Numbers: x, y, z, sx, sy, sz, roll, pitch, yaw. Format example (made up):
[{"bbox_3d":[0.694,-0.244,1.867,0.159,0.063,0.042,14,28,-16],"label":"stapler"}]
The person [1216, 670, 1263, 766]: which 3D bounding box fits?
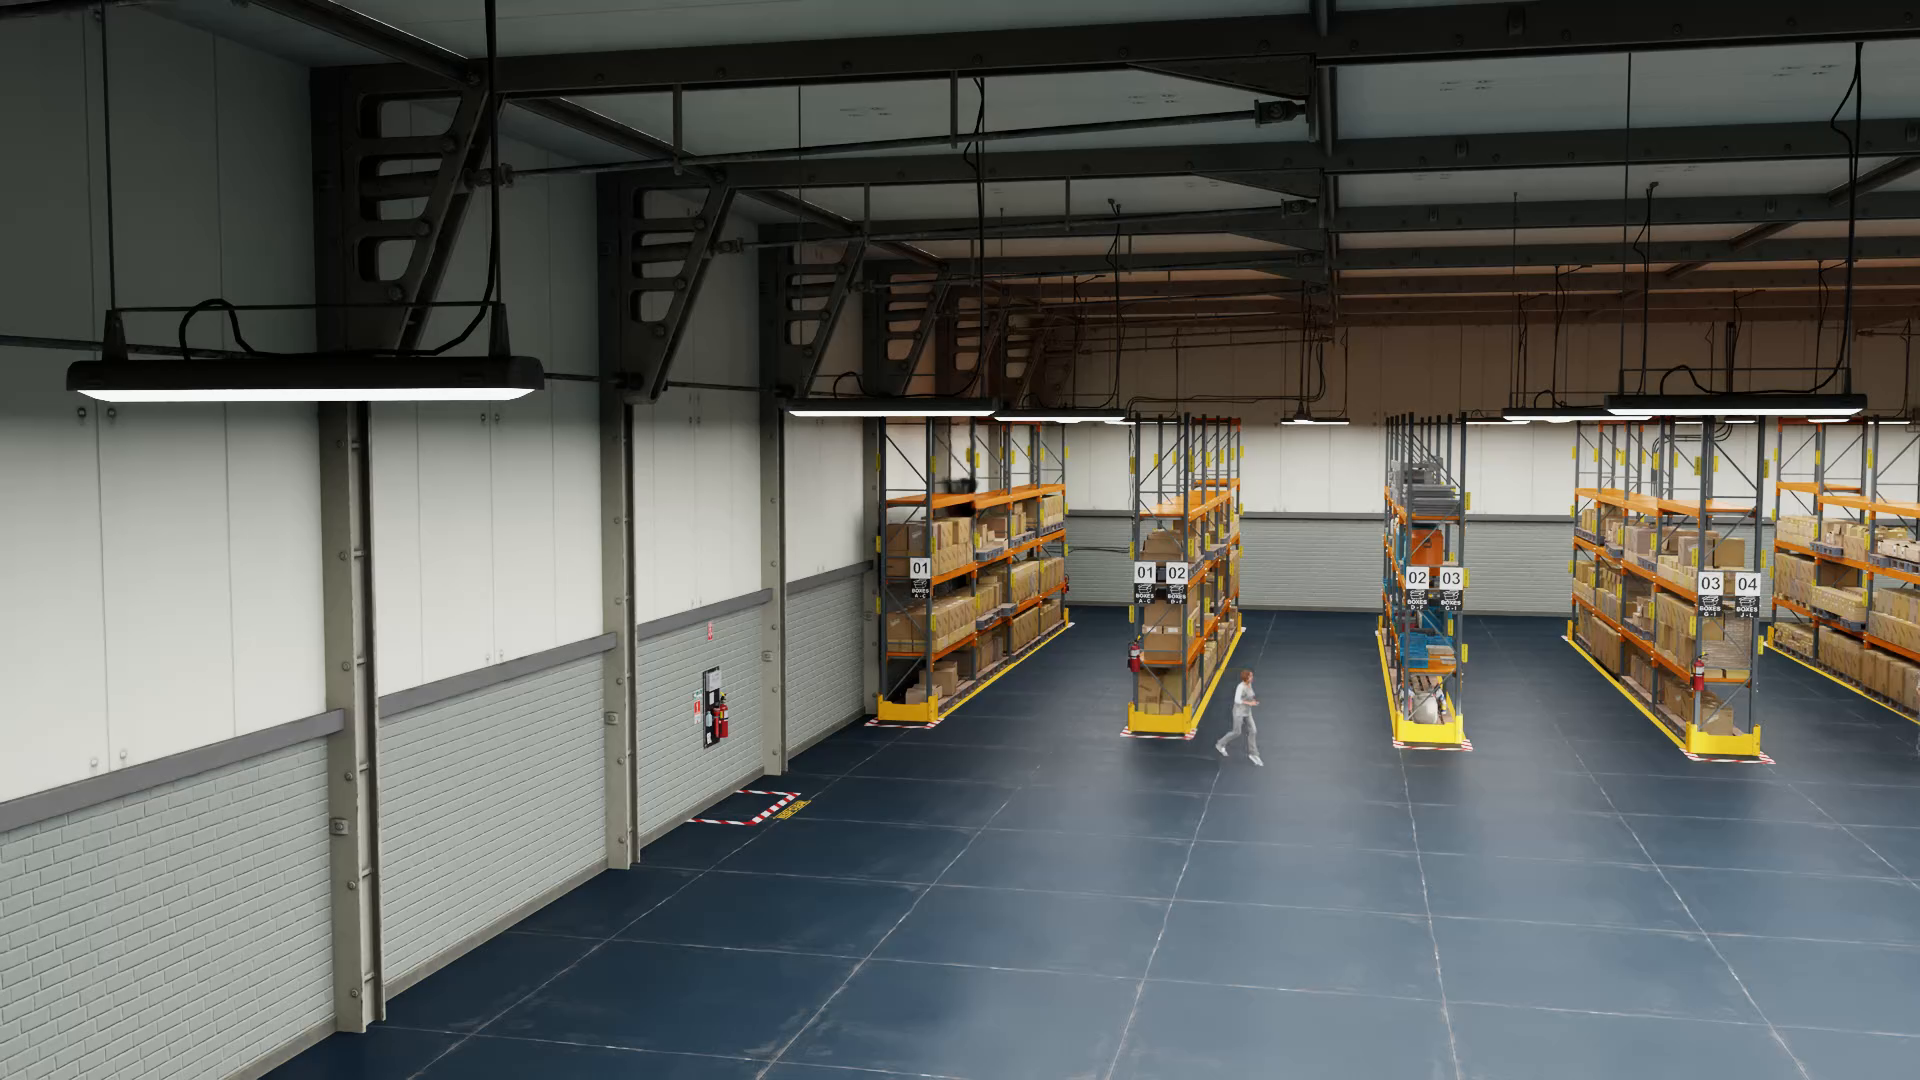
[{"bbox_3d":[4.789,3.004,28.423,0.904,1.612,0.562,3,5,37],"label":"person"}]
